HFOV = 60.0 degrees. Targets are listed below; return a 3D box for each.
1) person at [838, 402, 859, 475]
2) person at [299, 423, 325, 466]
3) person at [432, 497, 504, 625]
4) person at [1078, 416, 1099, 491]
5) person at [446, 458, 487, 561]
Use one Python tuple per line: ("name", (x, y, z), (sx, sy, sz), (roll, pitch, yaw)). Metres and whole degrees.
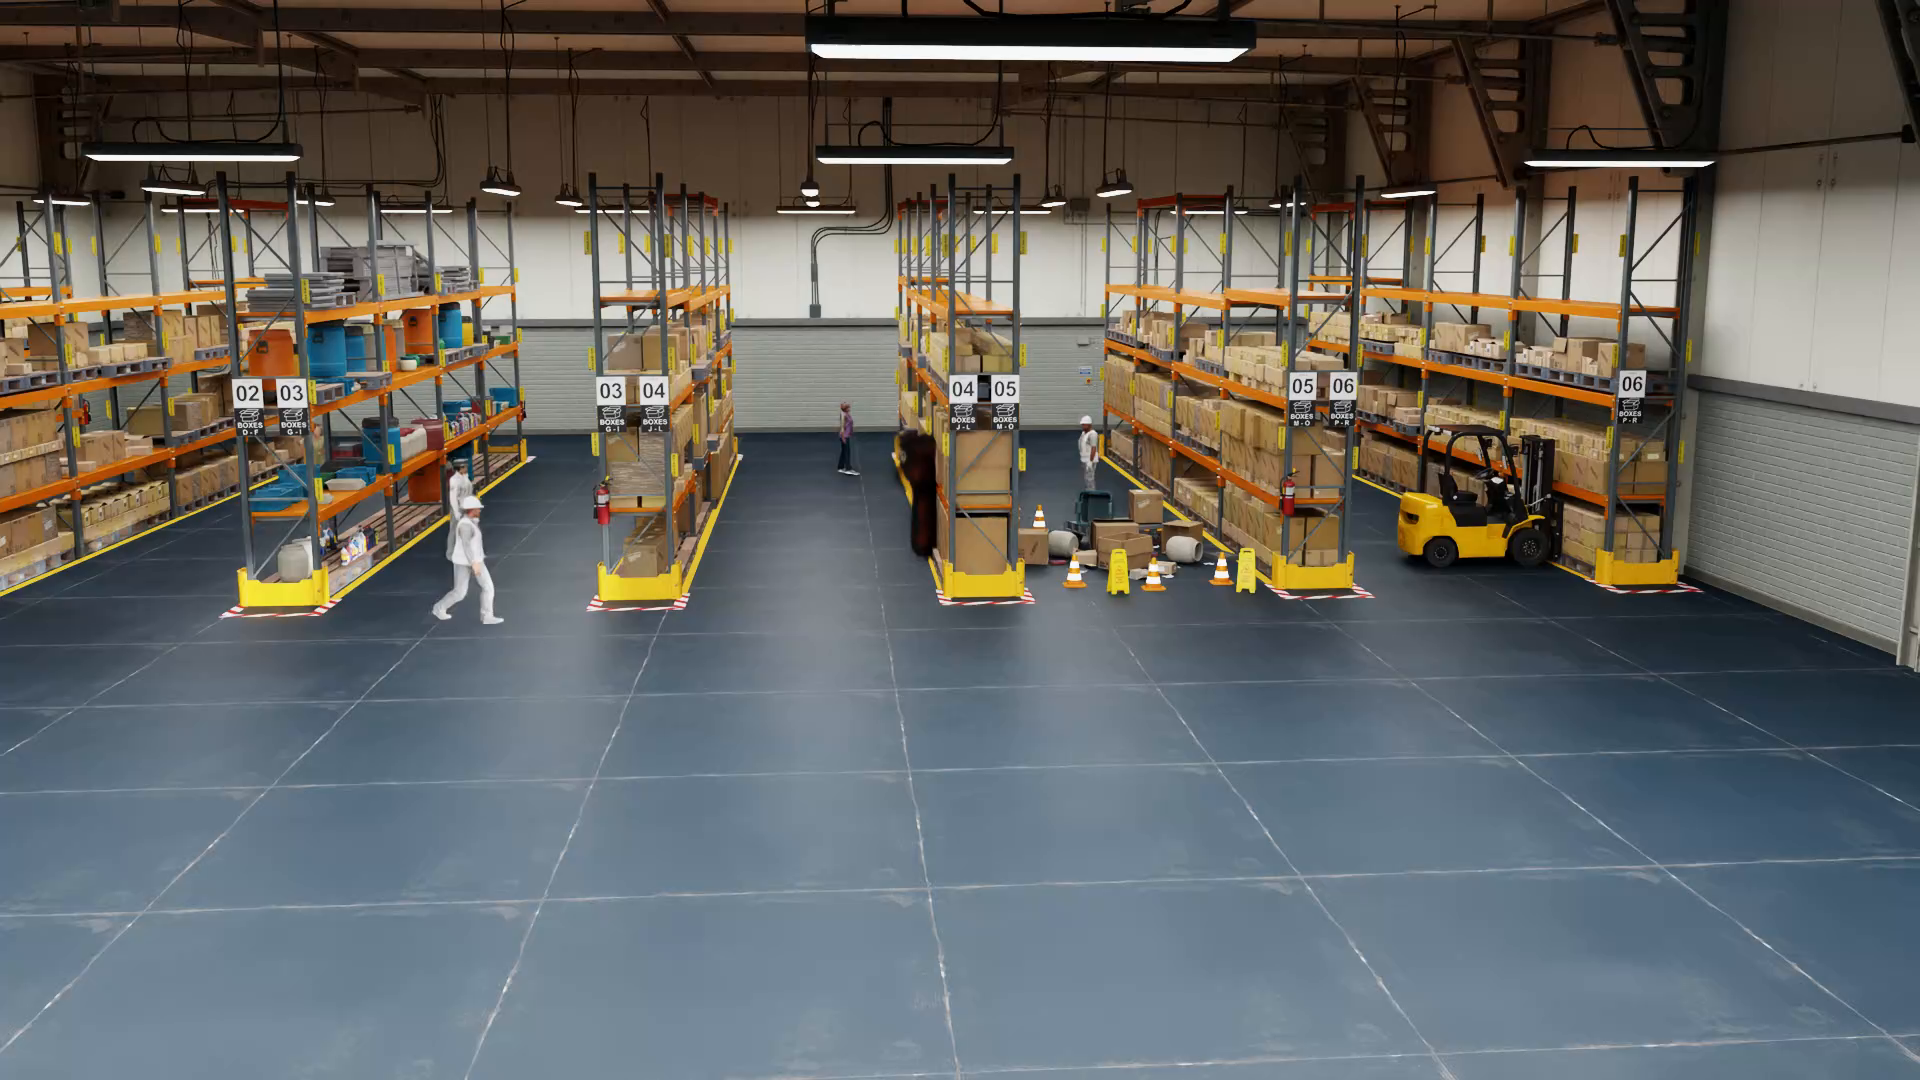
("person", (-2.485, -2.264, 36.920), (0.507, 1.609, 0.428), (2, 10, 9))
("person", (-12.351, -1.407, 31.905), (0.604, 1.705, 0.833), (0, 10, 1))
("person", (-6.591, 0.282, 22.153), (0.968, 1.726, 0.491), (3, 10, 17))
("person", (2.448, -1.478, 31.781), (0.376, 1.786, 0.573), (-1, 10, -6))
("person", (-8.049, -0.489, 26.839), (0.472, 1.695, 0.636), (5, 11, 26))
